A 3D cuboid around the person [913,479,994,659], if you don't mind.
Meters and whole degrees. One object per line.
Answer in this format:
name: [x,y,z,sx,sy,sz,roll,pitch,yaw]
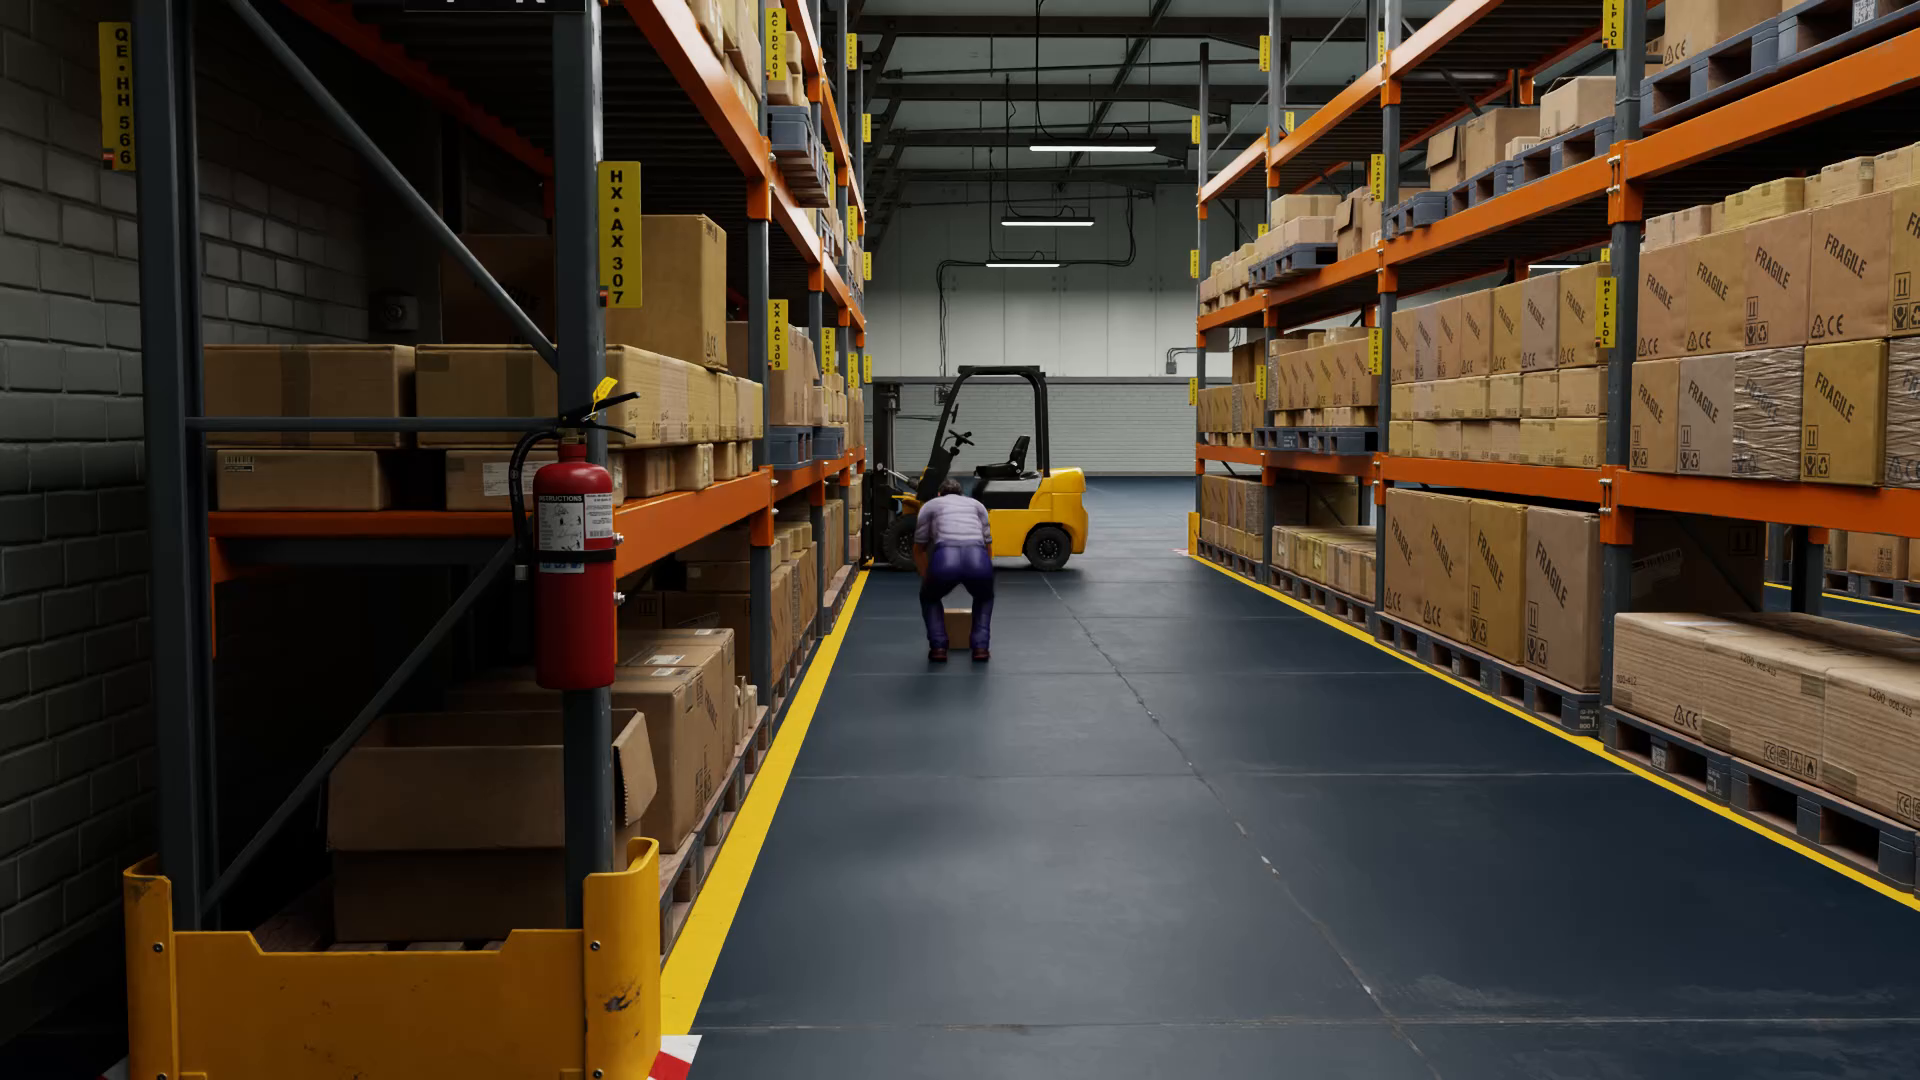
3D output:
person: [-0.039,0.193,10.862,0.537,1.169,0.752,0,4,-1]
